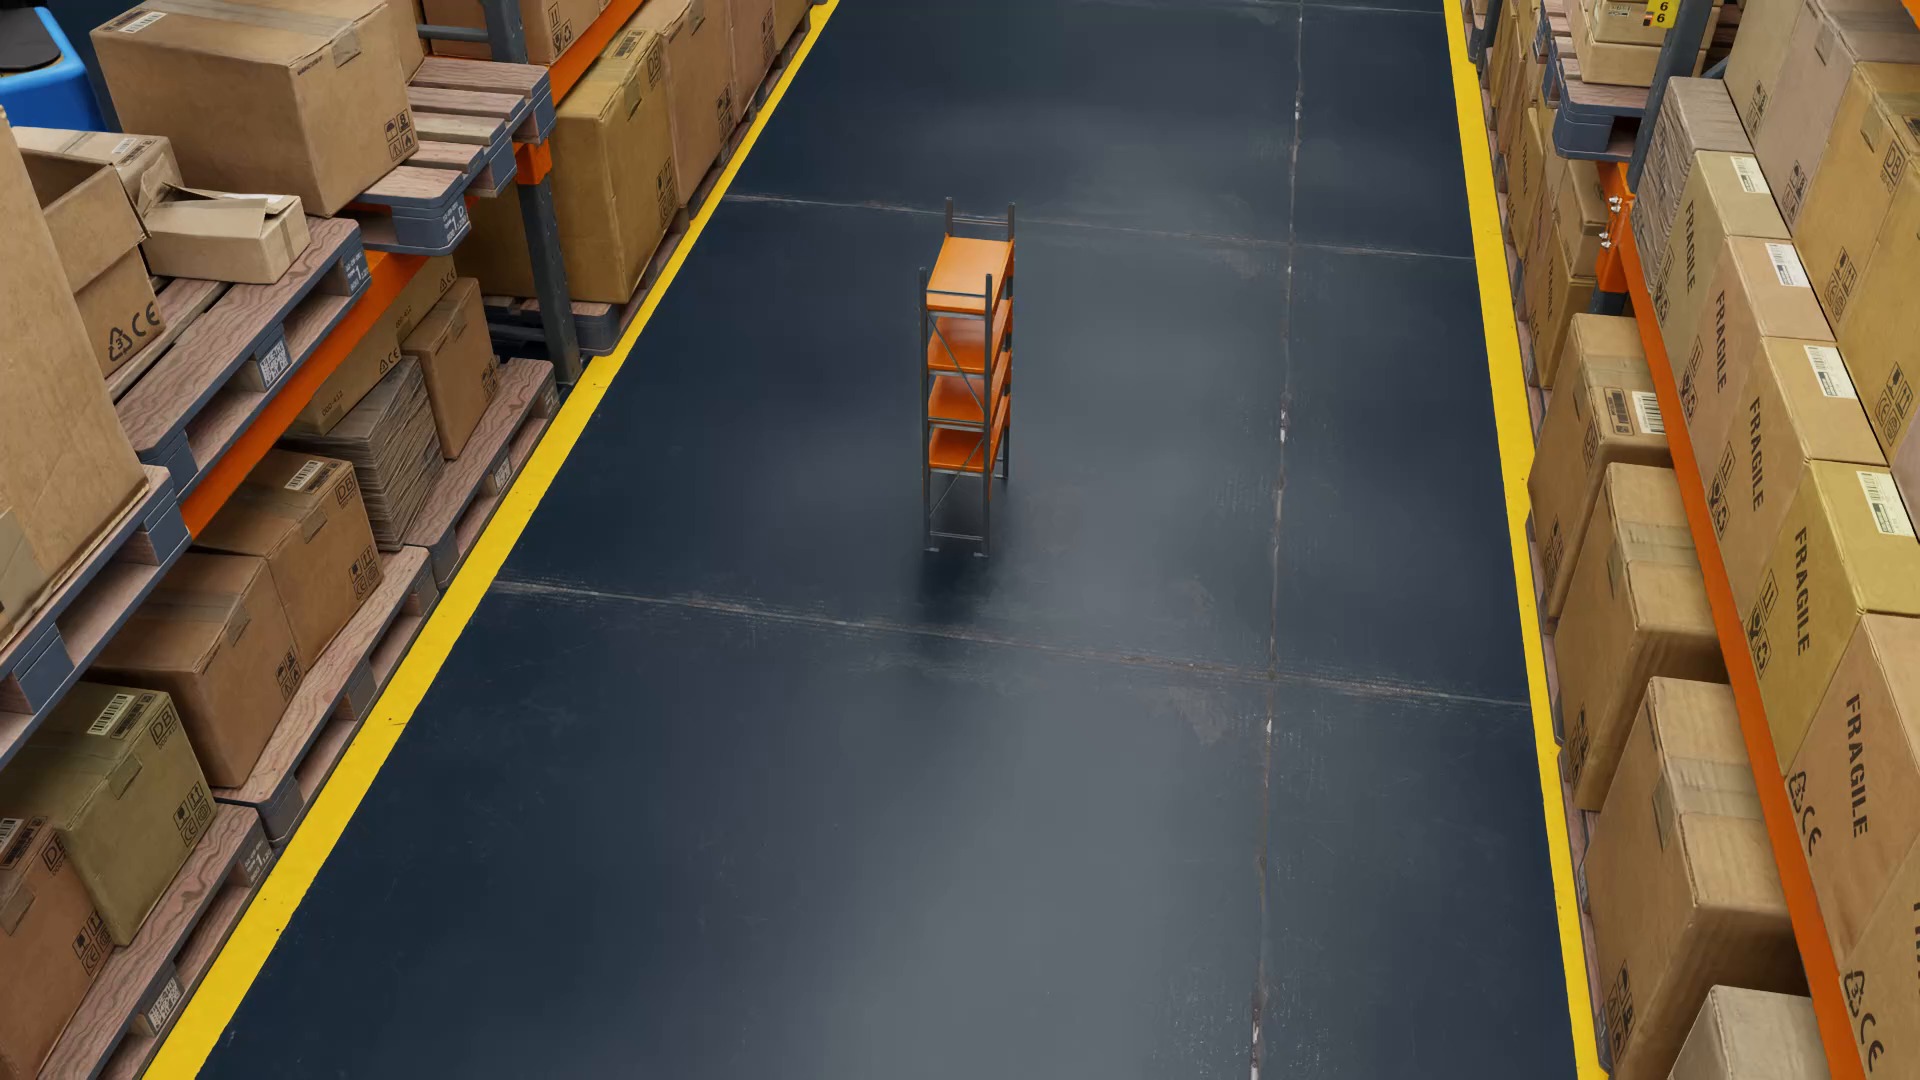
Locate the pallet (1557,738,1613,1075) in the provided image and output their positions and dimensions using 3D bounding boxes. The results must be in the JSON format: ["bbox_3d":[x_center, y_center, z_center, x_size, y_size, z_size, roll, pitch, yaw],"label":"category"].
[{"bbox_3d":[2.327,1.042,4.824,1.003,0.211,1.213,6,40,8],"label":"pallet"}]

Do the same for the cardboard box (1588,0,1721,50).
[{"bbox_3d":[2.388,-1.823,5.735,0.380,0.149,0.250,7,40,9],"label":"cardboard box"}]

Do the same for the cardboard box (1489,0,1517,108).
[{"bbox_3d":[3.054,-2.557,8.621,0.500,0.500,0.500,8,40,9],"label":"cardboard box"}]

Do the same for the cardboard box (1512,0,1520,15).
[{"bbox_3d":[3.055,-2.846,8.382,0.500,0.250,0.500,5,40,6],"label":"cardboard box"}]

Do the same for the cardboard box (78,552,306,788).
[{"bbox_3d":[-2.484,0.380,5.053,0.700,0.500,0.500,3,40,4],"label":"cardboard box"}]

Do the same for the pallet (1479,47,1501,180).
[{"bbox_3d":[3.310,-2.230,8.781,1.003,0.211,1.213,6,40,8],"label":"pallet"}]

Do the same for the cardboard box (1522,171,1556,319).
[{"bbox_3d":[2.701,-1.249,7.038,0.500,0.500,0.500,8,40,9],"label":"cardboard box"}]

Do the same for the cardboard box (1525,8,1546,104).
[{"bbox_3d":[2.873,-2.192,7.591,0.500,0.250,0.500,8,40,9],"label":"cardboard box"}]

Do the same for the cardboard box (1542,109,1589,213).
[{"bbox_3d":[2.688,-1.547,6.810,0.500,0.250,0.500,7,40,8],"label":"cardboard box"}]

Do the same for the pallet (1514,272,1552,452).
[{"bbox_3d":[2.888,-0.698,6.929,1.003,0.211,1.213,6,40,8],"label":"pallet"}]

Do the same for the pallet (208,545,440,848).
[{"bbox_3d":[-2.466,0.435,5.558,1.003,0.211,1.213,6,40,8],"label":"pallet"}]

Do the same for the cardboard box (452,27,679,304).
[{"bbox_3d":[-1.976,-1.667,7.250,1.225,0.875,0.875,5,40,6],"label":"cardboard box"}]

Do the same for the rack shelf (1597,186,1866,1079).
[{"bbox_3d":[2.405,0.250,4.159,1.077,0.370,4.000,6,40,8],"label":"rack shelf"}]

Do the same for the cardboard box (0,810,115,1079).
[{"bbox_3d":[-2.681,1.028,4.269,0.700,0.500,0.500,4,40,4],"label":"cardboard box"}]

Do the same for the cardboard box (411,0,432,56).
[{"bbox_3d":[-2.275,-2.269,6.562,0.500,0.500,0.500,8,40,9],"label":"cardboard box"}]

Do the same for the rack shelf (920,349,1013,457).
[{"bbox_3d":[0.029,-0.514,6.036,0.258,0.148,0.480,6,40,8],"label":"rack shelf"}]

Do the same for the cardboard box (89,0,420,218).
[{"bbox_3d":[-2.168,-1.389,5.168,0.700,0.500,0.500,12,41,14],"label":"cardboard box"}]

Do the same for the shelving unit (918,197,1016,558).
[{"bbox_3d":[0.029,-0.566,5.993,0.258,1.200,0.503,6,40,8],"label":"shelving unit"}]

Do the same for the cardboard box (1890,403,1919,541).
[{"bbox_3d":[2.314,-0.149,3.213,0.700,0.500,0.500,7,40,8],"label":"cardboard box"}]

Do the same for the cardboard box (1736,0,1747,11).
[{"bbox_3d":[3.166,-2.114,6.320,0.380,0.149,0.250,8,40,10],"label":"cardboard box"}]

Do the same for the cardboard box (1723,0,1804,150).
[{"bbox_3d":[2.664,-1.426,4.758,0.700,0.500,0.500,6,40,7],"label":"cardboard box"}]

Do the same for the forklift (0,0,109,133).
[{"bbox_3d":[-4.925,-2.908,7.467,1.130,2.935,3.031,-23,45,-26],"label":"forklift"}]

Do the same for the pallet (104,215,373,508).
[{"bbox_3d":[-2.419,-0.572,4.739,1.003,0.211,1.213,6,40,8],"label":"pallet"}]

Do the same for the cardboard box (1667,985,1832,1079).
[{"bbox_3d":[2.078,1.533,3.478,1.050,0.750,0.750,6,40,7],"label":"cardboard box"}]

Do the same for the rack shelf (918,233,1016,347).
[{"bbox_3d":[0.029,-0.869,5.743,0.258,0.148,0.480,6,40,8],"label":"rack shelf"}]

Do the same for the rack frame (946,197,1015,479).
[{"bbox_3d":[0.071,-0.719,6.179,0.240,1.200,0.015,6,40,8],"label":"rack frame"}]

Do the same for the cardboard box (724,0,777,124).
[{"bbox_3d":[-1.669,-2.782,8.598,1.225,0.875,0.875,5,40,6],"label":"cardboard box"}]

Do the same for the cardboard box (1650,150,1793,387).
[{"bbox_3d":[2.323,-0.750,4.725,0.500,0.500,0.500,6,40,7],"label":"cardboard box"}]

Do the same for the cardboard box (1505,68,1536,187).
[{"bbox_3d":[2.887,-1.895,7.820,0.500,0.500,0.500,7,40,8],"label":"cardboard box"}]

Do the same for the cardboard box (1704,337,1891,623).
[{"bbox_3d":[2.146,-0.121,3.964,0.500,0.500,0.500,6,40,7],"label":"cardboard box"}]

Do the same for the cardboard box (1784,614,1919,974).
[{"bbox_3d":[1.974,0.515,3.195,0.500,0.500,0.500,6,40,7],"label":"cardboard box"}]

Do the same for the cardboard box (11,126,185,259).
[{"bbox_3d":[-2.633,-0.971,4.858,0.500,0.250,0.500,5,40,6],"label":"cardboard box"}]

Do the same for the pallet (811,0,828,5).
[{"bbox_3d":[-1.215,-3.797,10.677,1.003,0.211,1.213,6,40,8],"label":"pallet"}]

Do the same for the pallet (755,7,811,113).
[{"bbox_3d":[-1.483,-2.836,9.515,1.003,0.211,1.213,6,40,8],"label":"pallet"}]

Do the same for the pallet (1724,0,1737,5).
[{"bbox_3d":[3.054,-2.456,7.017,1.003,0.211,1.213,6,40,8],"label":"pallet"}]

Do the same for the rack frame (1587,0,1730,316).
[{"bbox_3d":[2.751,-1.283,5.448,1.000,3.000,0.127,6,40,8],"label":"rack frame"}]

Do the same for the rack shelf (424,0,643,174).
[{"bbox_3d":[-1.770,-2.871,7.933,1.077,0.370,4.000,6,40,8],"label":"rack shelf"}]

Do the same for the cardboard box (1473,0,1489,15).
[{"bbox_3d":[3.176,-3.140,9.602,0.380,0.149,0.250,7,40,8],"label":"cardboard box"}]

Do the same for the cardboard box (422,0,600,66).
[{"bbox_3d":[-1.764,-2.207,6.487,0.500,0.500,0.500,8,40,9],"label":"cardboard box"}]

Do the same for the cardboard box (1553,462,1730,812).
[{"bbox_3d":[2.409,0.344,4.916,1.050,0.750,0.750,7,40,8],"label":"cardboard box"}]

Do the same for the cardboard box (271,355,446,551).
[{"bbox_3d":[-2.296,-0.327,5.908,0.700,0.500,0.500,3,40,4],"label":"cardboard box"}]

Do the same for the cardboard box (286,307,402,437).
[{"bbox_3d":[-2.284,-0.631,5.687,0.500,0.250,0.500,11,41,13],"label":"cardboard box"}]

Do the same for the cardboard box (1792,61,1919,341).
[{"bbox_3d":[2.491,-0.786,3.984,0.700,0.500,0.500,6,40,7],"label":"cardboard box"}]

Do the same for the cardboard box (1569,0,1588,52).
[{"bbox_3d":[2.429,-1.864,6.018,0.380,0.149,0.250,6,40,8],"label":"cardboard box"}]

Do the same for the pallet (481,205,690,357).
[{"bbox_3d":[-1.906,-1.305,7.663,1.003,0.211,1.213,6,40,8],"label":"pallet"}]

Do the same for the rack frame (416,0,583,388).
[{"bbox_3d":[-2.116,-1.893,6.186,1.000,3.000,0.127,6,40,8],"label":"rack frame"}]

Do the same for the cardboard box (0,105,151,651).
[{"bbox_3d":[-2.533,-0.259,3.409,1.000,1.000,1.000,7,40,8],"label":"cardboard box"}]
